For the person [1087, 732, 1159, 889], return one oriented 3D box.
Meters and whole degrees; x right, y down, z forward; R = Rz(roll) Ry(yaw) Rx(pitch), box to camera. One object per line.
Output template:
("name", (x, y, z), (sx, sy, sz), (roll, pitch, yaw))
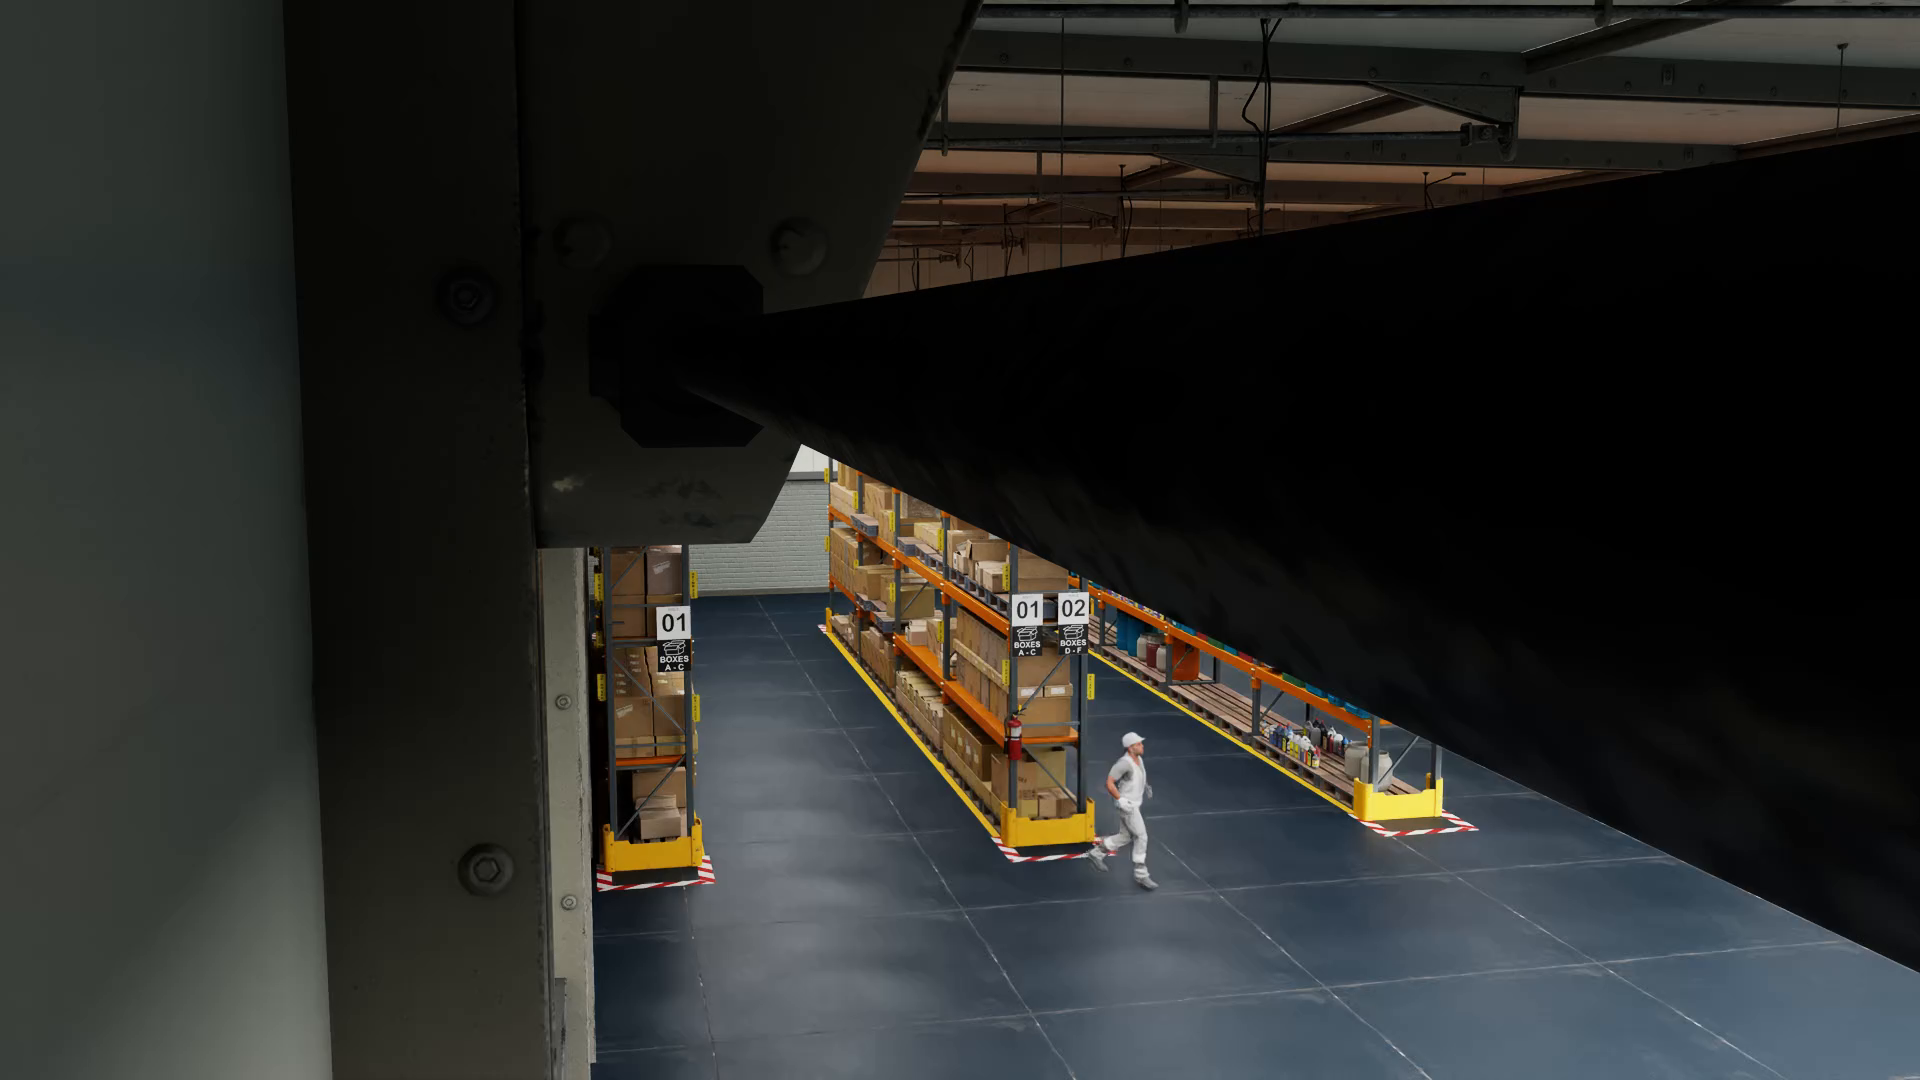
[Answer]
("person", (1.933, 3.131, 19.514), (0.884, 1.805, 0.670), (2, 7, 19))
